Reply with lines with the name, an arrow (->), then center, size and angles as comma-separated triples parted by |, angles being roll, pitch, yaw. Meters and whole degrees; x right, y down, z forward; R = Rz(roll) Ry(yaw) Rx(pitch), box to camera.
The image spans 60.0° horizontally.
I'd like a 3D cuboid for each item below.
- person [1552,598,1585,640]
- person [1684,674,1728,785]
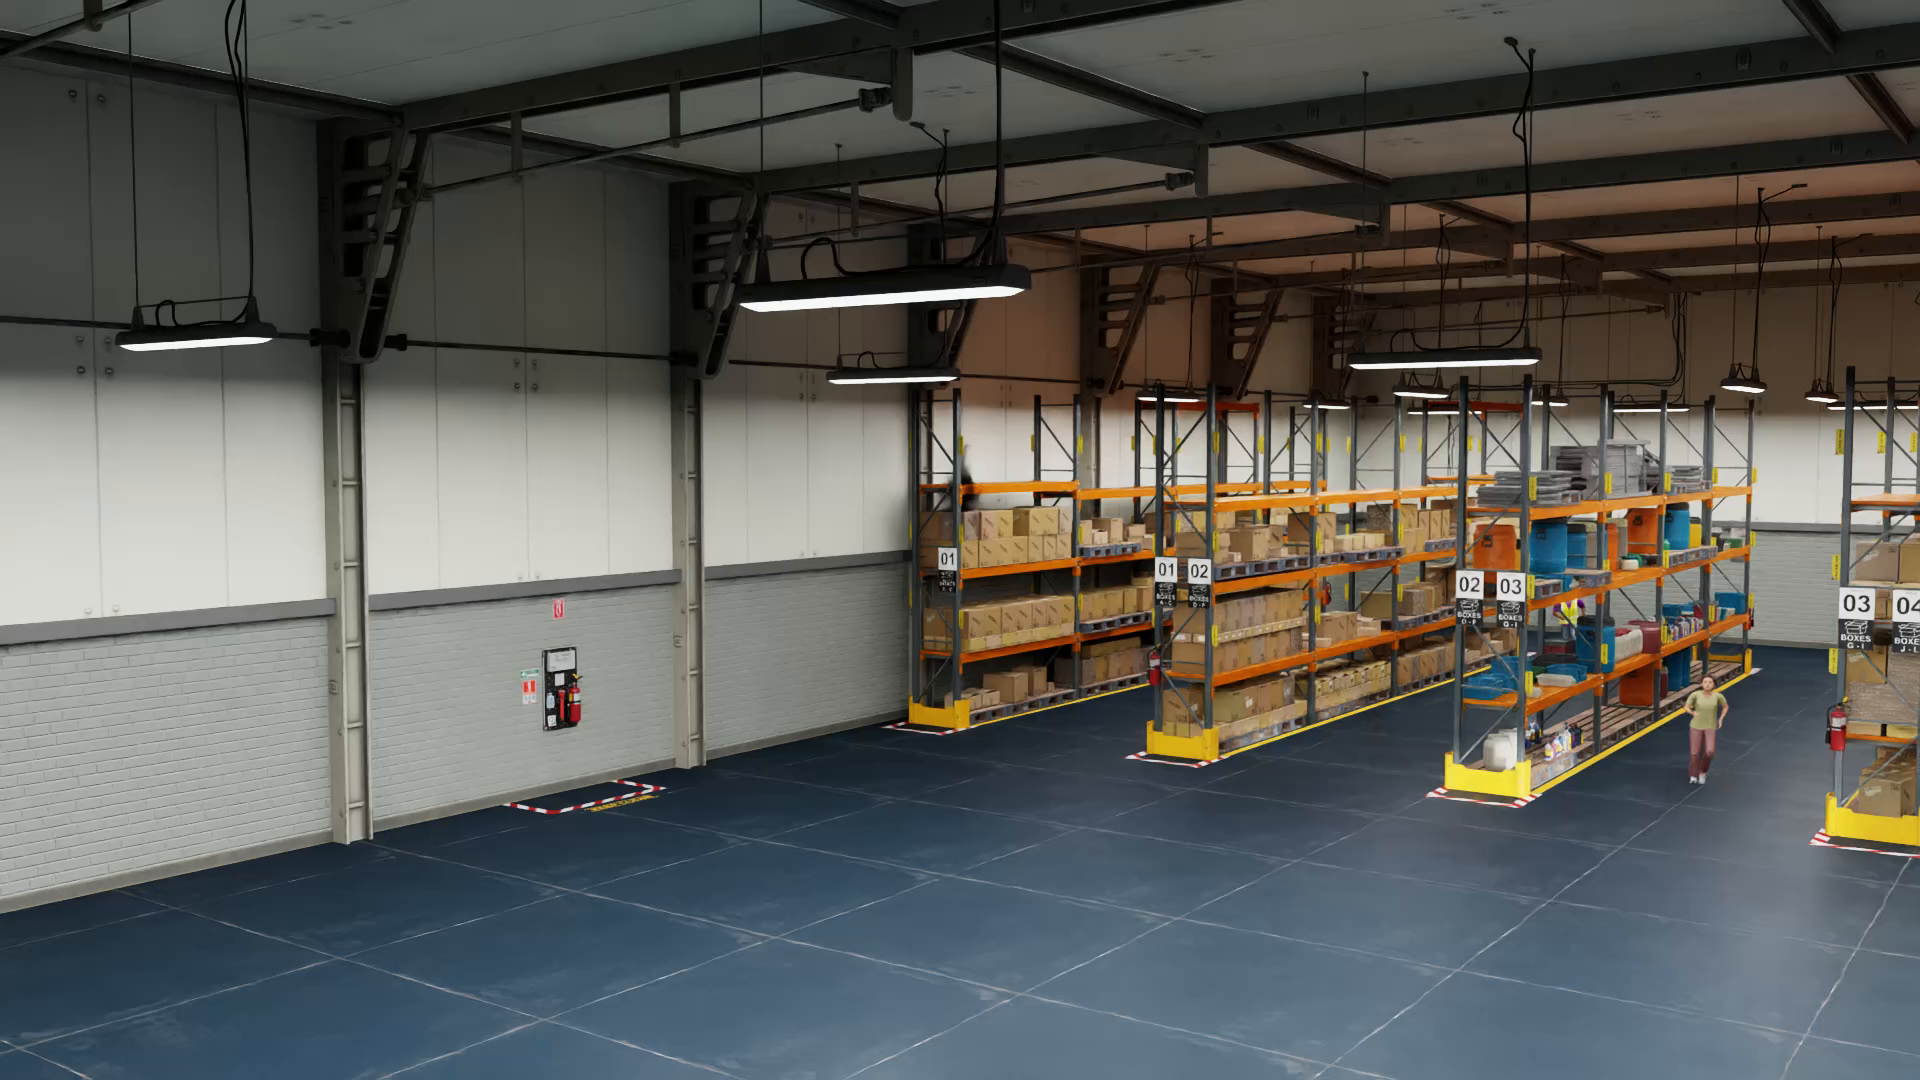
person -> 13.901, 1.950, 37.999 | 0.708, 1.799, 0.804 | 1, 3, 21
person -> 10.953, 2.786, 24.417 | 0.613, 1.635, 0.627 | 1, 3, 21
